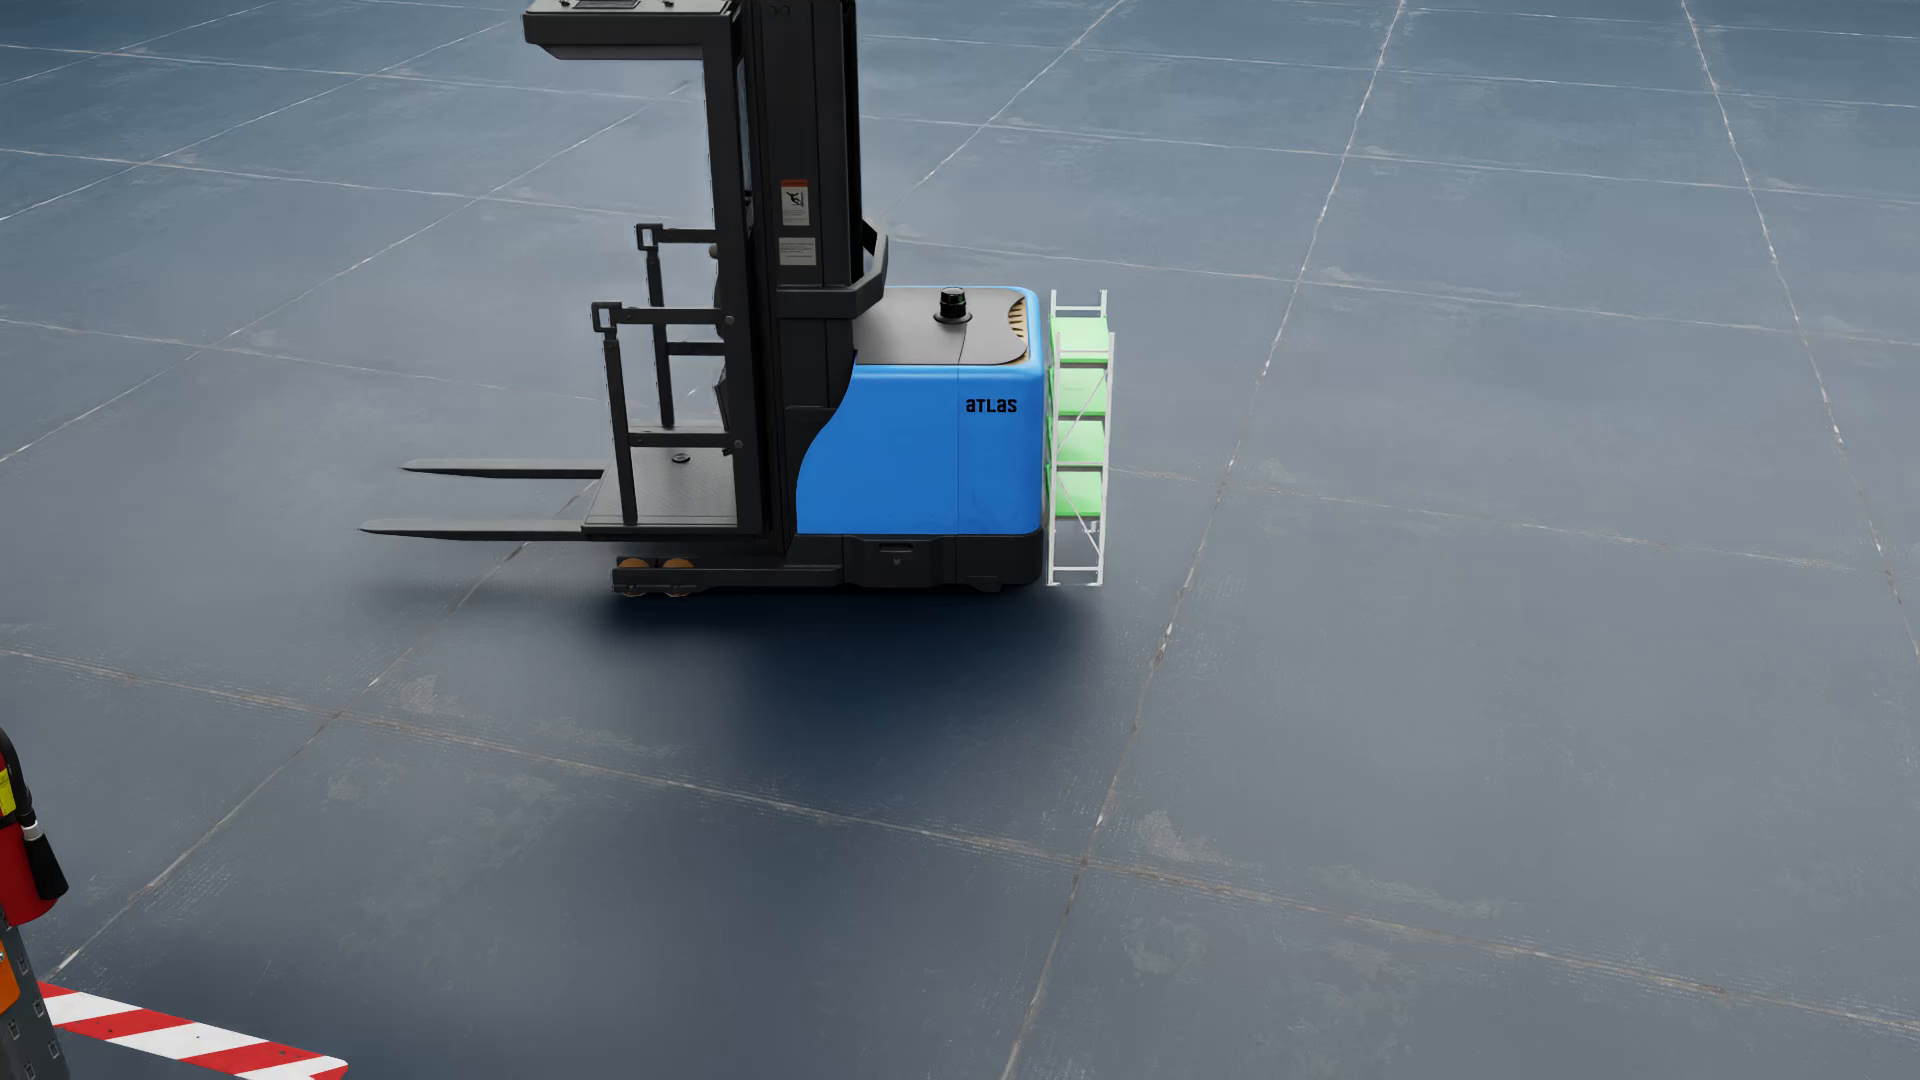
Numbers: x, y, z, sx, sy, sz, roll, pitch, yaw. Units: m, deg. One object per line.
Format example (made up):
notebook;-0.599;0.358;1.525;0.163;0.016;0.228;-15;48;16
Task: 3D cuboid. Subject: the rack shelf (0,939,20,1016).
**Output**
rack shelf;-3.264;1.757;2.245;1.077;0.370;4.000;8;30;15

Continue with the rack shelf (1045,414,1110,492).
rack shelf;0.514;-0.387;7.343;0.258;0.148;0.480;0;29;0

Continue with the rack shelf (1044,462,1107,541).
rack shelf;0.514;-0.177;7.460;0.258;0.148;0.480;0;29;0

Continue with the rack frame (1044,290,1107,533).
rack frame;0.517;-0.562;7.525;0.240;1.200;0.015;0;29;0

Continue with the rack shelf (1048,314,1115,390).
rack shelf;0.515;-0.807;7.110;0.258;0.148;0.480;0;29;0

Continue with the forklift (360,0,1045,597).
forklift;-1.147;-1.287;7.048;3.031;2.935;1.130;0;29;1

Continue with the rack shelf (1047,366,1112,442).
rack shelf;0.514;-0.597;7.226;0.258;0.148;0.480;0;29;0

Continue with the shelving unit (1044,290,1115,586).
shelving unit;0.514;-0.443;7.312;0.258;1.200;0.503;0;29;0

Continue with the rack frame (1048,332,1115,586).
rack frame;0.512;-0.324;7.099;0.240;1.200;0.015;0;29;0

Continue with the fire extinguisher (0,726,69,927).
fire extinguisher;-2.203;0.560;3.737;0.296;0.674;0.183;8;30;15
